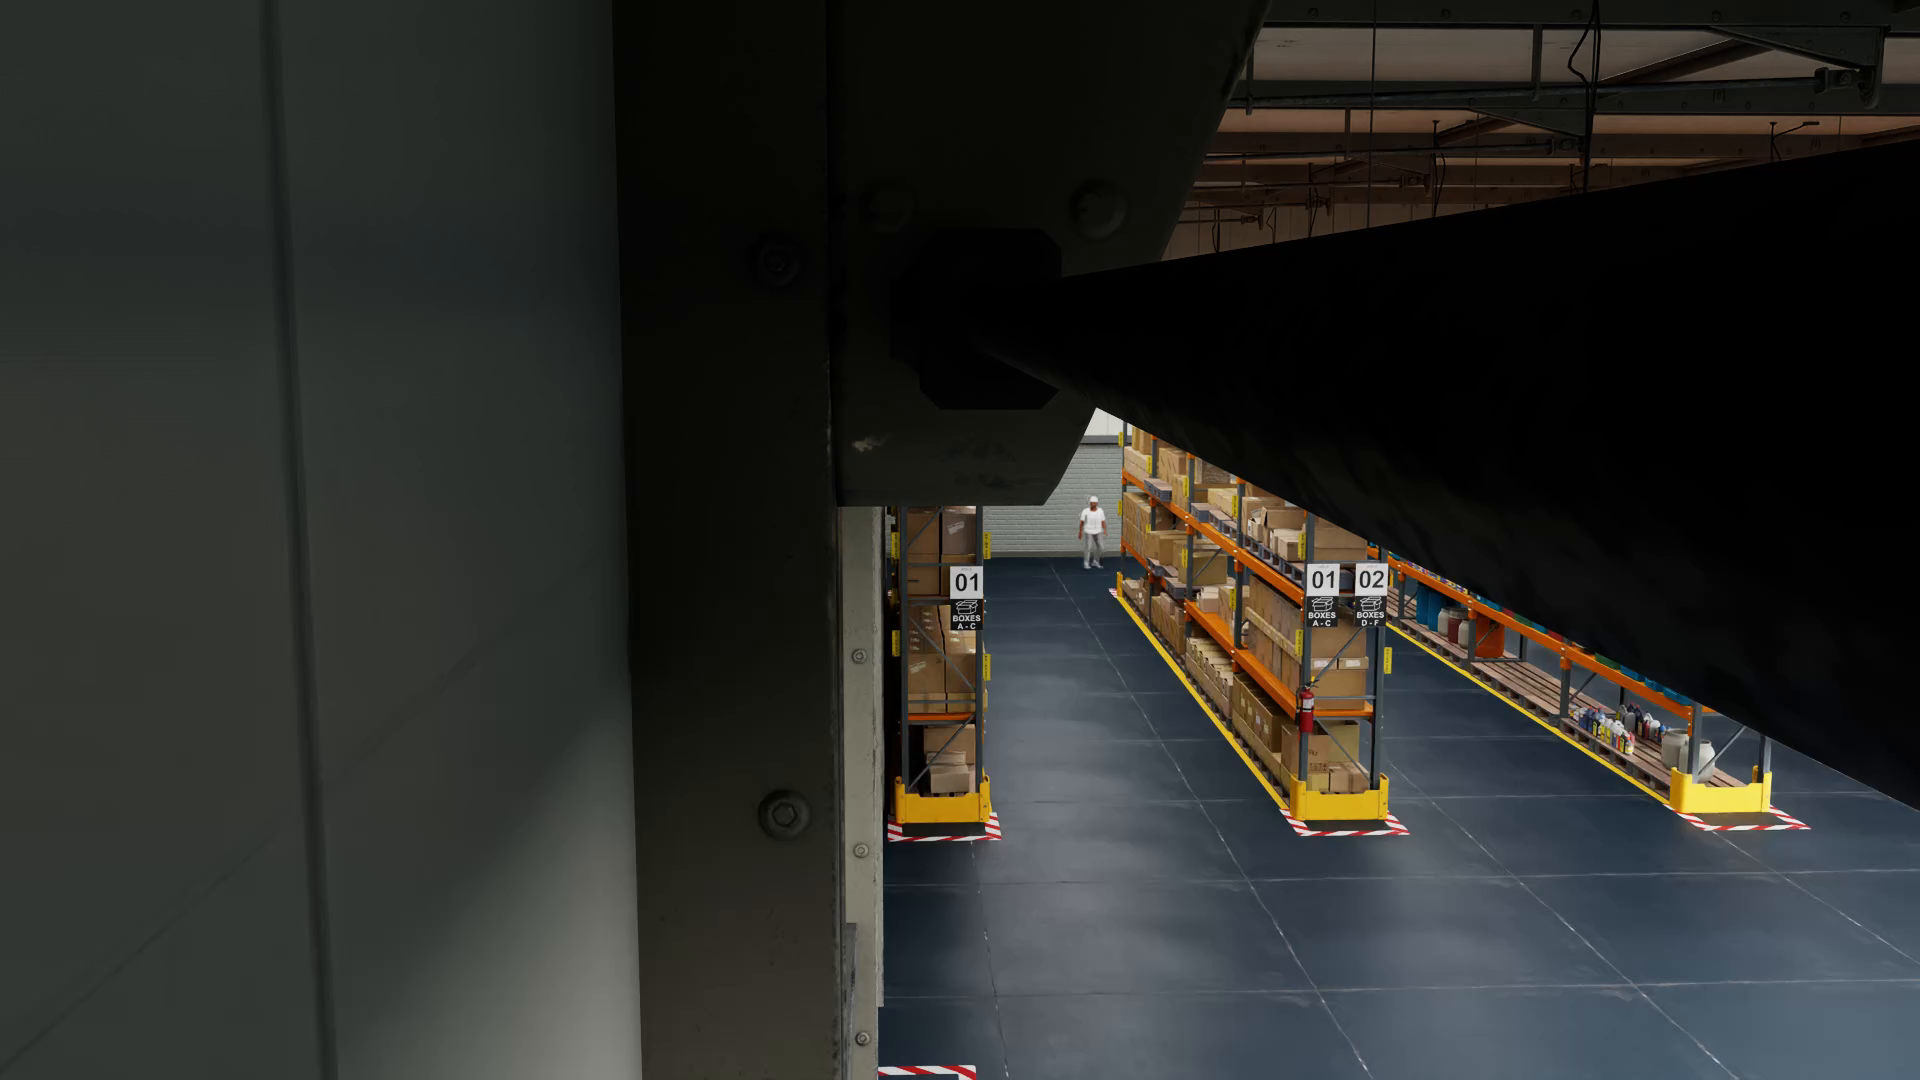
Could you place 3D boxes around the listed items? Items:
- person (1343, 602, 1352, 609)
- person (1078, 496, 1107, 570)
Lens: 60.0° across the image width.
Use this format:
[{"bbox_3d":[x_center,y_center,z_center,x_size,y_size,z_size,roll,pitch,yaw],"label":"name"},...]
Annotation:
[{"bbox_3d":[7.522,0.922,32.789,0.517,1.600,0.784,3,8,18],"label":"person"},{"bbox_3d":[3.219,-0.164,40.056,0.620,1.776,0.469,-3,9,-23],"label":"person"}]
